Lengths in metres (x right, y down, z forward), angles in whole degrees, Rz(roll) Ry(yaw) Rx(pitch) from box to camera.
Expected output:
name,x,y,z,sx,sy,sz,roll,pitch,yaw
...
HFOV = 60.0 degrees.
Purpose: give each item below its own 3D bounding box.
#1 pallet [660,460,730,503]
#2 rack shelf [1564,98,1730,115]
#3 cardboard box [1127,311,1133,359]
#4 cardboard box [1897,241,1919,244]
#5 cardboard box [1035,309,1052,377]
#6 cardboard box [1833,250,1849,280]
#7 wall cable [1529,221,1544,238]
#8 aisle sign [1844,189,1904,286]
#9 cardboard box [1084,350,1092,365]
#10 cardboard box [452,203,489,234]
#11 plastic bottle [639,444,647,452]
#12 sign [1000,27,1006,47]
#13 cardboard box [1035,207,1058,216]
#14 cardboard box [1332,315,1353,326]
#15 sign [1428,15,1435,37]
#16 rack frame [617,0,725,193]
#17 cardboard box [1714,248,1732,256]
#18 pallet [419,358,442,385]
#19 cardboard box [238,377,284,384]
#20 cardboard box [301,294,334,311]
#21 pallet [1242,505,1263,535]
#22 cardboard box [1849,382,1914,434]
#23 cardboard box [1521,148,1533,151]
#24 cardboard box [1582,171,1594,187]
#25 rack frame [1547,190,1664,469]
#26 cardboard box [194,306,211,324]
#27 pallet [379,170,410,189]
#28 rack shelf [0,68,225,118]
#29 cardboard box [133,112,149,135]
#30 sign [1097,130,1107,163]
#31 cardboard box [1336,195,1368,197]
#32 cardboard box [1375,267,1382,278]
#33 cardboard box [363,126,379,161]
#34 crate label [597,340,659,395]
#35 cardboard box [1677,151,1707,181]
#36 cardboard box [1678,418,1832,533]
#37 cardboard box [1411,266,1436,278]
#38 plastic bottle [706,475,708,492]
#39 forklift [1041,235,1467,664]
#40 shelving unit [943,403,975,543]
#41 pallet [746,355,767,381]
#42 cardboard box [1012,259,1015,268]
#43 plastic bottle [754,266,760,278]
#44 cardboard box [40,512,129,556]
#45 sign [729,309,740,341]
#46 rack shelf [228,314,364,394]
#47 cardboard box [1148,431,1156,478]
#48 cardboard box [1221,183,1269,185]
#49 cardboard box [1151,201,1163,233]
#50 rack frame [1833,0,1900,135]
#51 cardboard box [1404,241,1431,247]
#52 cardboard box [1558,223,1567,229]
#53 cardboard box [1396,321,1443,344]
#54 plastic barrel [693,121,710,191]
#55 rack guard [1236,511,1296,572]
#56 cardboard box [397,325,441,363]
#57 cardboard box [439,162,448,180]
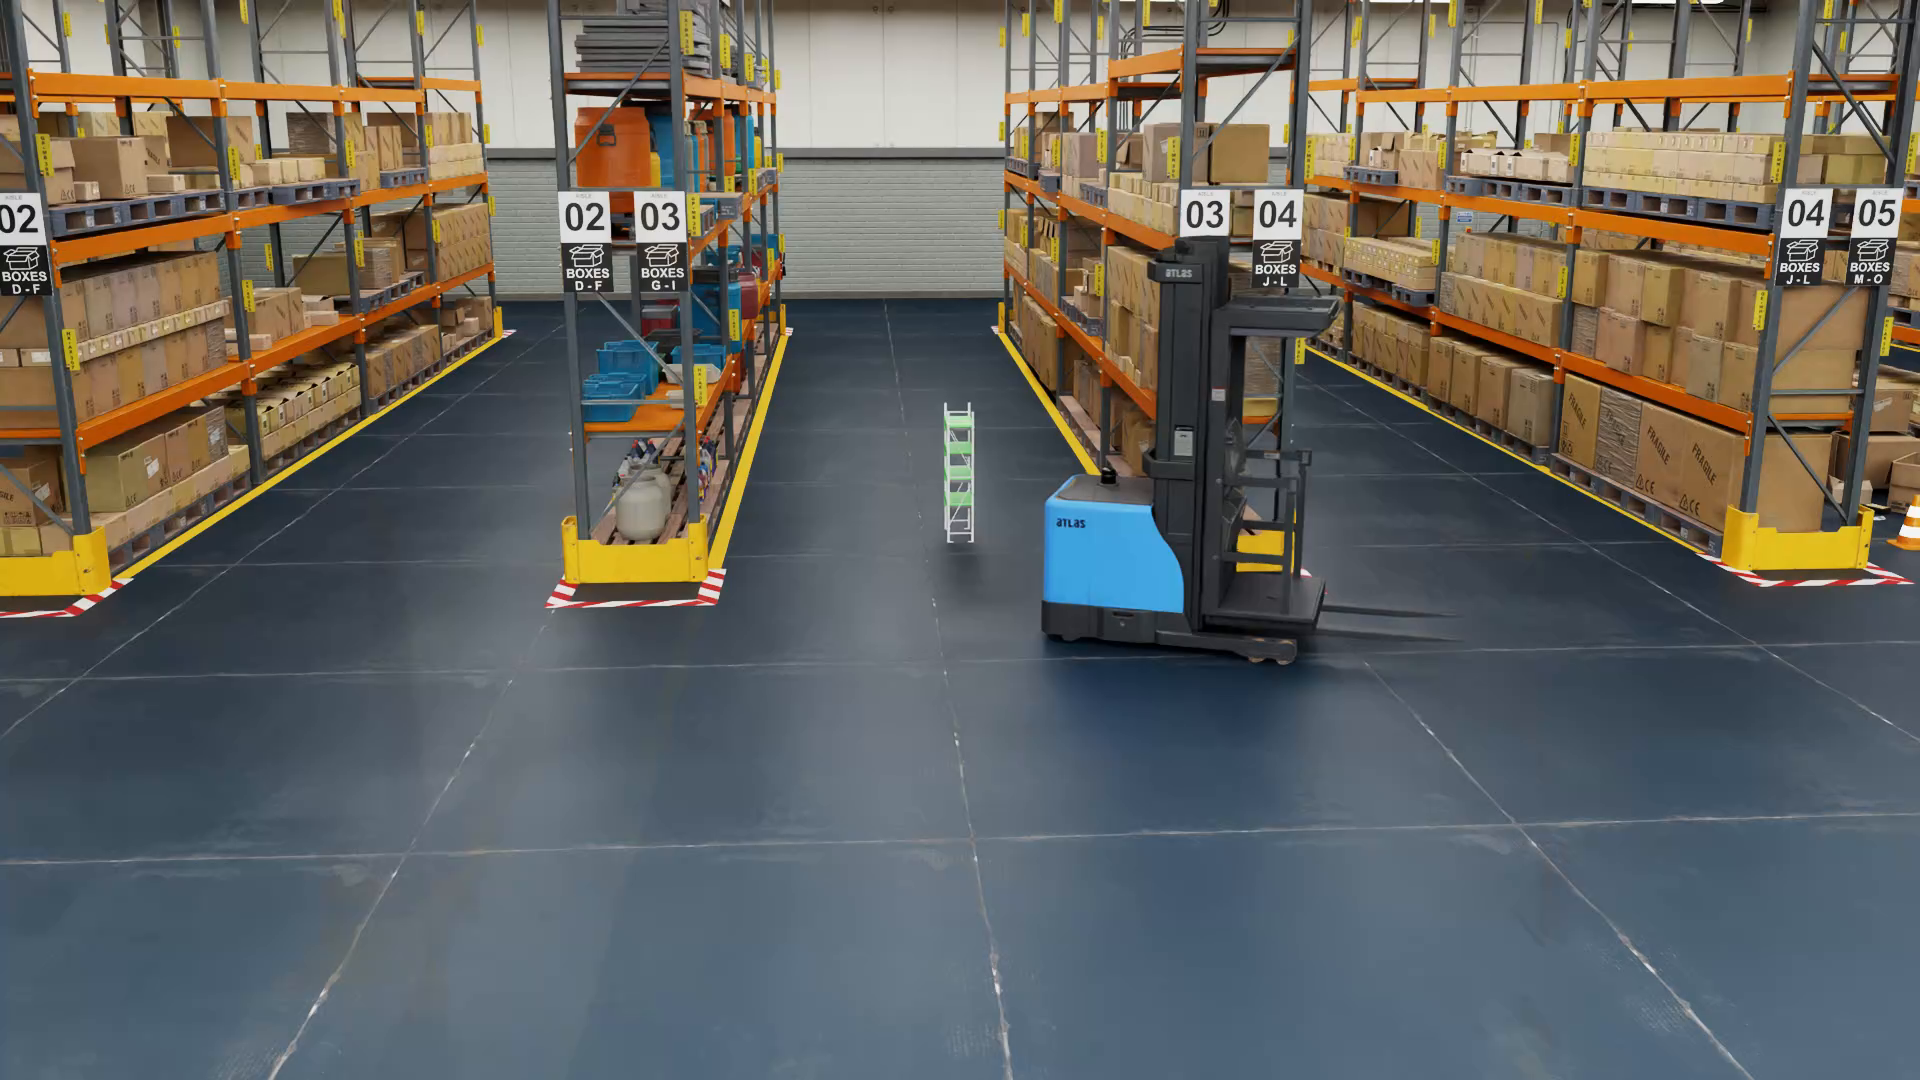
name,x,y,z,sx,sy,sz,roll,pitch,yaw
pallet,-2.917,-0.597,17.148,1.003,0.211,1.213,-1,14,-3
rack shelf,11.298,-7.195,27.402,1.077,0.370,4.000,-1,14,-3
cardboard box,2.120,-2.024,16.298,0.875,0.500,0.500,-1,14,-3
cardboard box,16.037,-4.855,27.804,0.500,0.250,0.500,-1,14,-4
cardboard box,1.709,-2.755,23.359,1.225,0.875,0.875,-1,14,-3
cardboard box,11.506,-3.491,21.156,0.500,0.500,0.500,0,14,-1
wall cable,12.216,-7.248,35.362,0.588,1.984,0.122,-1,14,-3
aisle sign,7.535,-2.495,13.708,0.394,0.787,0.004,-1,14,-3
cardboard box,1.850,-2.386,21.133,0.500,0.250,0.500,0,14,-1
cardboard box,-8.303,-5.451,28.207,0.500,0.500,0.500,-1,14,-4
plastic bottle,-3.288,-0.843,17.092,0.152,0.276,0.135,0,14,-1
sign,0.729,-8.604,28.438,0.100,0.325,0.005,-1,14,-3
cardboard box,1.575,-5.494,28.782,0.500,0.500,0.500,-1,14,-3
cardboard box,6.150,-3.491,26.484,0.380,0.149,0.250,-1,14,-3
sign,7.041,-7.677,24.837,0.100,0.325,0.005,-1,14,-3
rack frame,-2.917,-5.021,16.705,1.000,3.000,0.127,-1,14,-3
cardboard box,11.288,-4.374,24.023,0.500,0.500,0.500,-1,14,-4
pallet,-8.269,-2.477,24.455,1.003,0.211,1.213,-1,14,-3
cardboard box,-8.299,-1.786,19.721,0.500,0.311,0.500,-1,14,-5
cardboard box,-8.130,-2.900,20.682,0.500,0.311,0.500,0,14,0
pallet,2.254,-0.068,15.091,1.003,0.211,1.213,-1,14,-3
cardboard box,10.143,-1.466,18.425,0.500,0.500,0.500,-1,14,-3
cardboard box,7.099,-4.644,20.396,0.500,0.311,0.500,-1,14,-3
cardboard box,6.666,-3.730,17.170,0.380,0.149,0.250,-1,14,-4
rack frame,6.983,-2.243,17.949,1.000,3.000,0.127,-1,14,-3
cardboard box,-7.598,-2.212,16.323,0.380,0.149,0.250,-1,14,-5
pallet,-8.319,-4.970,22.904,1.213,0.211,1.003,-1,14,-3
rack shelf,-7.737,-3.906,14.617,1.077,0.370,4.000,-1,14,-3
cardboard box,-13.170,-6.510,26.264,0.500,0.500,0.500,-2,15,-6
sign,1.473,-4.076,17.225,0.100,0.325,0.005,-1,14,-3
cardboard box,6.589,-5.539,27.955,0.500,0.500,0.500,0,14,-1
cardboard box,6.151,-3.822,23.747,0.380,0.149,0.250,-2,15,-6
cardboard box,-8.314,-5.324,22.660,0.600,0.600,0.600,-1,15,-6
crate label,-3.053,-1.591,15.344,0.502,0.435,0.616,-1,14,-3
cardboard box,6.861,-3.391,15.051,0.500,0.250,0.500,-1,14,-4
cardboard box,7.123,-0.591,14.947,0.875,0.875,0.875,-1,14,-3
cardboard box,6.250,-3.580,22.208,0.380,0.149,0.250,-1,14,-2
plastic bottle,-2.504,-0.569,16.175,0.097,0.201,0.097,0,14,0
forklift,2.179,-0.684,12.026,3.031,2.935,1.130,4,15,15
shelving unit,-0.010,-0.622,15.260,0.258,1.200,0.503,-1,14,-3
pallet,-3.407,-2.562,24.784,1.003,0.211,1.213,-1,14,-3
cardboard box,1.072,-4.579,27.530,0.380,0.149,0.250,-1,14,-5
plastic bottle,-3.066,-3.952,24.839,0.152,0.276,0.135,-1,14,-3
cardboard box,-7.425,-0.054,14.114,0.500,0.250,0.500,-1,14,-3
sign,-2.367,-2.255,17.440,0.100,0.325,0.005,-1,14,-3
rack shelf,-7.985,-2.189,19.181,1.077,0.370,4.000,-1,14,-3
cardboard box,2.171,-0.789,16.471,0.500,0.500,0.500,-2,15,-8
cardboard box,2.484,-3.038,14.519,0.380,0.149,0.250,0,14,-1
cardboard box,1.957,-2.817,14.461,0.500,0.250,0.500,-1,14,-3
rack frame,16.128,-8.312,29.497,1.000,3.000,0.127,-1,14,-3
cardboard box,6.755,-4.310,24.447,0.380,0.149,0.250,-1,14,-4
cardboard box,10.919,-5.738,29.325,0.500,0.500,0.500,-1,14,-5
cardboard box,6.389,-2.886,23.114,0.500,0.250,0.500,-1,14,-3
plastic barrel,-3.331,-4.598,20.075,0.600,0.901,0.600,0,14,0
rack guard,2.269,-0.005,14.268,1.175,0.500,0.348,-1,14,-3
cardboard box,-8.040,-2.914,24.688,0.500,0.500,0.500,-1,14,-4
cardboard box,-8.167,-5.659,25.505,0.500,0.250,0.500,-1,14,-3
